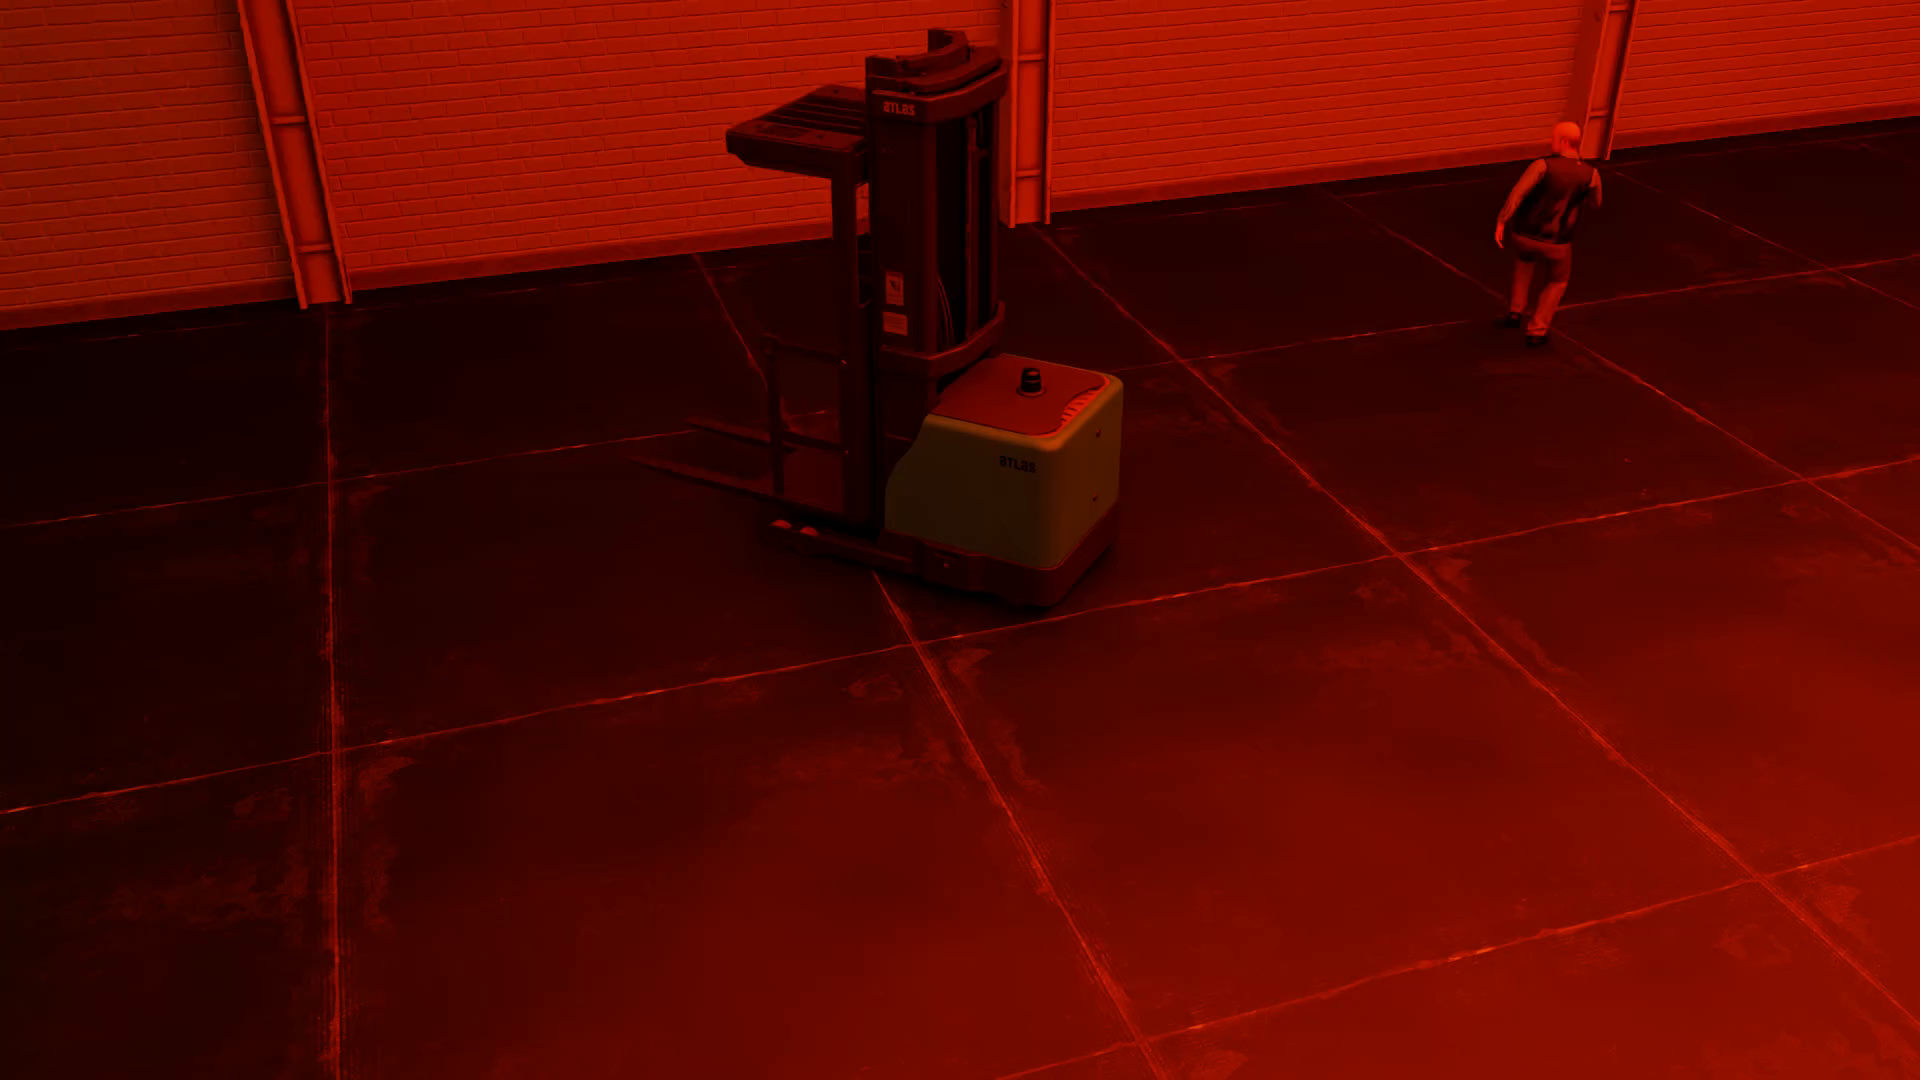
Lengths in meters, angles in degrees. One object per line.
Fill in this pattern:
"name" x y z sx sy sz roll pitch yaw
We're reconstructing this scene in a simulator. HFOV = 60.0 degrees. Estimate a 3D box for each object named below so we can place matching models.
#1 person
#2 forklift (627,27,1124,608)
"person" 4.337 -2.246 12.315 0.659 1.699 0.742 14 33 22
"forklift" -0.601 -1.396 9.514 3.031 2.935 1.130 14 33 23
